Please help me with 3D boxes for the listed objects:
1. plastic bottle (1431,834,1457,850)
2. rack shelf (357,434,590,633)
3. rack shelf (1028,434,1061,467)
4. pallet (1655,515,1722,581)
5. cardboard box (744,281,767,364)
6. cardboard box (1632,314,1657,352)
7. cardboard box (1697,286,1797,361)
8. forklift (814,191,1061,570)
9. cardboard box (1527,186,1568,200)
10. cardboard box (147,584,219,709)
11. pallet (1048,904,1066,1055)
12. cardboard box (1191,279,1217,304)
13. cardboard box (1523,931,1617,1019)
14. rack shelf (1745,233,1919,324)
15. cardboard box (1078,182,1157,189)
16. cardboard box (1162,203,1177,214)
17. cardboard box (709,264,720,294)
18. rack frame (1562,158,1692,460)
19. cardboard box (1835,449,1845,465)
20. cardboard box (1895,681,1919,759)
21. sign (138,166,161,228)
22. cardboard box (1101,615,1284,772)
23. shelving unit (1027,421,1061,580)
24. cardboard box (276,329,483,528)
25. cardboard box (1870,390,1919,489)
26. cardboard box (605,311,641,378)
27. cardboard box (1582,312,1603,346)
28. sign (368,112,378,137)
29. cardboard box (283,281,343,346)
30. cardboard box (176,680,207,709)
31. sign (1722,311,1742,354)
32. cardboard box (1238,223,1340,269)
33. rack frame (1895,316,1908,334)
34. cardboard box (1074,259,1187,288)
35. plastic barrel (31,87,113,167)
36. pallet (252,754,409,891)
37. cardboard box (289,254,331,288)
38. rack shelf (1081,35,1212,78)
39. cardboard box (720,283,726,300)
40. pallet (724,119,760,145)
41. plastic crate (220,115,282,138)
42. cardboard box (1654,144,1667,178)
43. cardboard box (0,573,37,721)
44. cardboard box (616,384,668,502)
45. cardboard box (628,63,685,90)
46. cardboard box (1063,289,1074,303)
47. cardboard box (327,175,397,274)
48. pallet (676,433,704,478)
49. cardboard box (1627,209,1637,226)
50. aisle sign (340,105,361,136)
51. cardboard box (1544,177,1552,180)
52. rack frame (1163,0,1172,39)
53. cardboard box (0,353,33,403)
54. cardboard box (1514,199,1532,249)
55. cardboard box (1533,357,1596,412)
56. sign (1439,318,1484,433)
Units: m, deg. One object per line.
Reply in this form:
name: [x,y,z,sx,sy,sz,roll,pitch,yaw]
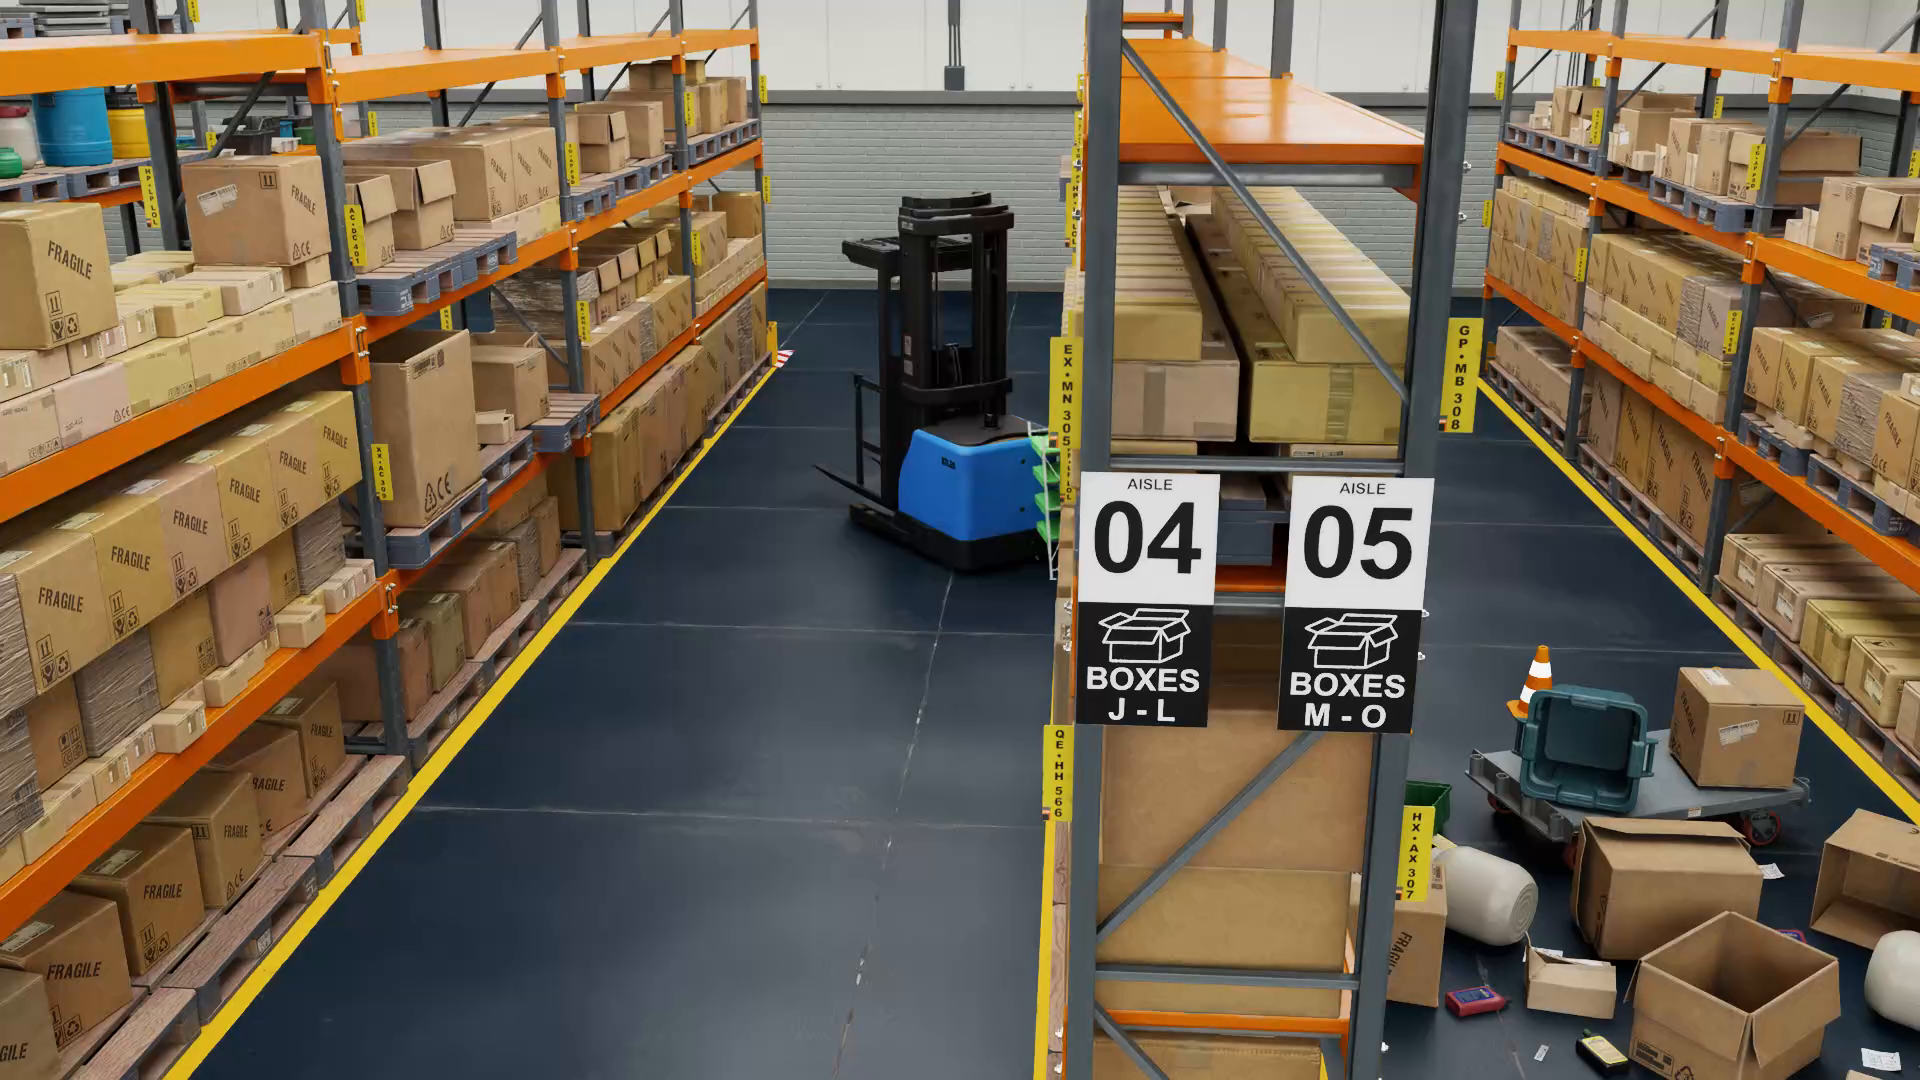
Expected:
plastic bottle: [2.620,1.677,9.206,0.133,0.061,0.283,-9,20,-25]
rack shelf: [-3.662,-0.260,11.554,1.077,0.370,4.000,1,18,4]
rack shelf: [0.725,-0.723,13.333,0.258,0.148,0.480,-8,20,-8]
pallet: [6.498,0.080,13.839,1.003,0.211,1.213,1,18,4]
cardboard box: [-2.911,-2.697,20.574,0.875,0.875,0.875,1,18,4]
cardboard box: [6.234,-1.804,14.550,0.500,0.250,0.500,1,18,2]
cardboard box: [6.142,-1.691,12.999,0.500,0.500,0.500,1,18,2]
forklift: [-0.327,-1.559,14.475,1.130,2.935,3.031,-11,21,-30]
cardboard box: [6.590,-3.887,18.660,0.380,0.149,0.250,1,18,4]
cardboard box: [-3.983,0.435,7.639,0.875,0.500,0.500,1,18,4]
pallet: [0.917,2.101,7.672,1.003,0.211,1.213,1,18,4]
cardboard box: [0.678,-0.808,6.183,0.500,0.250,0.500,1,18,4]
cardboard box: [2.848,2.036,7.784,0.396,0.266,0.258,4,19,13]
rack shelf: [6.223,-1.464,10.412,1.077,0.370,4.000,1,18,4]
cardboard box: [0.769,-1.665,8.158,0.380,0.149,0.250,1,18,4]
cardboard box: [1.004,-1.828,9.773,0.500,0.250,0.500,1,18,3]
cardboard box: [-2.896,-2.830,18.005,0.500,0.250,0.500,1,18,4]
rack frame: [6.653,-2.244,16.454,1.000,3.000,0.127,1,18,4]
cardboard box: [6.077,-0.564,11.056,0.380,0.149,0.250,2,18,6]
cardboard box: [6.114,1.127,9.712,0.950,0.372,0.625,2,18,5]
sign: [-4.359,-1.850,8.972,0.100,0.325,0.005,1,18,4]
cardboard box: [0.861,0.532,6.007,0.875,0.550,0.550,1,18,4]
shelving unit: [0.757,-0.333,13.474,0.258,1.200,0.503,-8,20,-8]
cardboard box: [-3.609,-0.709,10.131,1.000,1.000,1.000,1,18,4]
cardboard box: [5.961,-0.611,10.156,0.500,0.500,0.500,2,18,6]
cardboard box: [-3.144,-1.735,14.739,0.500,0.500,0.500,1,18,3]
cardboard box: [6.358,-2.042,16.078,0.500,0.250,0.500,1,18,3]
sign: [-7.335,-5.187,20.785,0.100,0.325,0.005,1,18,4]
cardboard box: [-3.578,-1.187,8.653,0.500,0.250,0.500,2,18,6]
cardboard box: [-3.744,0.754,7.709,0.380,0.149,0.250,1,18,4]
sign: [5.812,-1.563,12.517,0.100,0.325,0.005,1,18,4]
cardboard box: [1.318,-1.178,6.672,0.380,0.149,0.250,2,18,5]
rack frame: [11.891,-3.377,19.911,1.000,3.000,0.127,1,18,4]
cardboard box: [0.588,-0.878,5.756,0.380,0.149,0.250,2,18,5]
plastic barrel: [-8.142,-3.905,15.228,0.600,0.901,0.708,1,18,4]
pallet: [-3.818,1.554,9.342,1.003,0.211,1.213,1,18,4]
cardboard box: [-3.540,-1.417,8.713,0.380,0.149,0.250,2,18,6]
rack shelf: [1.565,-4.021,14.040,1.077,0.370,4.000,1,18,4]
cardboard box: [-2.807,-2.755,18.417,0.380,0.149,0.250,1,18,3]
pallet: [-2.988,-4.860,19.763,1.003,0.211,1.213,1,18,4]
plastic crate: [-8.269,-4.746,19.371,0.504,0.338,0.767,1,18,4]
cardboard box: [6.173,-3.245,14.235,0.396,0.266,0.258,3,18,8]
cardboard box: [-3.781,0.433,6.040,0.500,0.500,0.500,1,18,4]
cardboard box: [-3.377,-0.903,15.100,1.225,0.875,0.875,1,18,4]
cardboard box: [-3.158,-4.834,17.340,0.500,0.250,0.500,0,18,0]
cardboard box: [1.129,-2.172,15.009,0.380,0.149,0.250,2,18,6]
cardboard box: [-3.673,-1.798,9.437,0.797,0.503,0.637,0,18,1]
pallet: [-3.212,-0.899,16.827,1.003,0.211,1.213,1,18,4]
cardboard box: [6.937,-3.247,16.707,0.380,0.149,0.250,2,18,5]
aisle sign: [-7.588,-5.069,20.901,0.394,0.787,0.004,1,18,4]
cardboard box: [7.113,-4.201,19.619,0.380,0.149,0.250,2,18,5]
rack frame: [1.995,-6.416,19.553,1.000,3.000,0.127,1,18,4]
cardboard box: [-3.741,-0.605,6.235,0.380,0.149,0.250,2,18,6]
cardboard box: [6.562,-3.546,18.660,0.500,0.500,0.500,1,18,3]
cardboard box: [6.868,-1.697,18.224,0.875,0.438,0.875,1,18,2]
sign: [1.401,-0.460,4.662,0.100,0.325,0.005,1,18,4]
